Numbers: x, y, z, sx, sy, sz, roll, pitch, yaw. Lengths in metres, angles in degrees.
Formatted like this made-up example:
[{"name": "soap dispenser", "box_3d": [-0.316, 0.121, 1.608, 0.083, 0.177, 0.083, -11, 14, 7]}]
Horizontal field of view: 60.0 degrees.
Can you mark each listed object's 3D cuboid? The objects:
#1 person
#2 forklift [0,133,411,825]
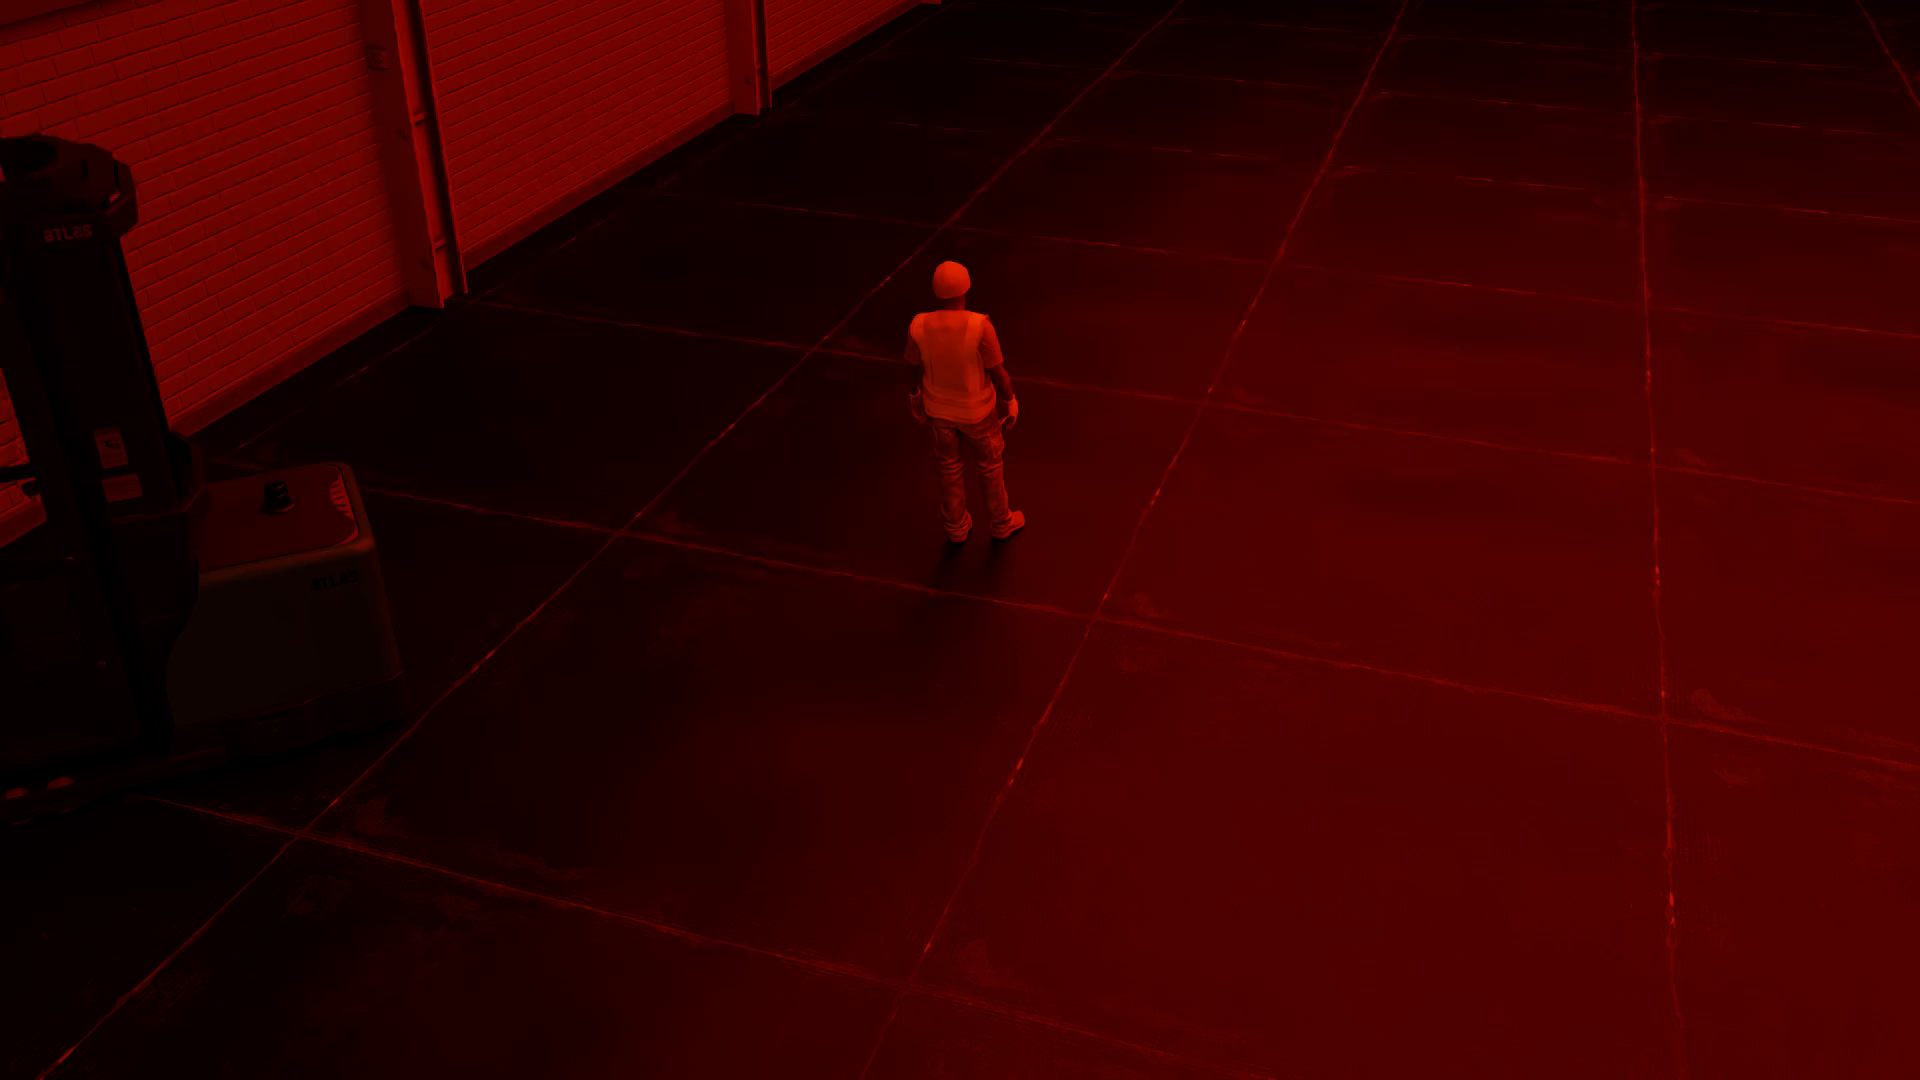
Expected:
[{"name": "person", "box_3d": [0.032, -0.813, 9.707, 0.656, 1.782, 0.577, 10, 31, 16]}, {"name": "forklift", "box_3d": [-4.352, -0.244, 7.565, 3.031, 2.935, 1.130, -13, 32, -21]}]
